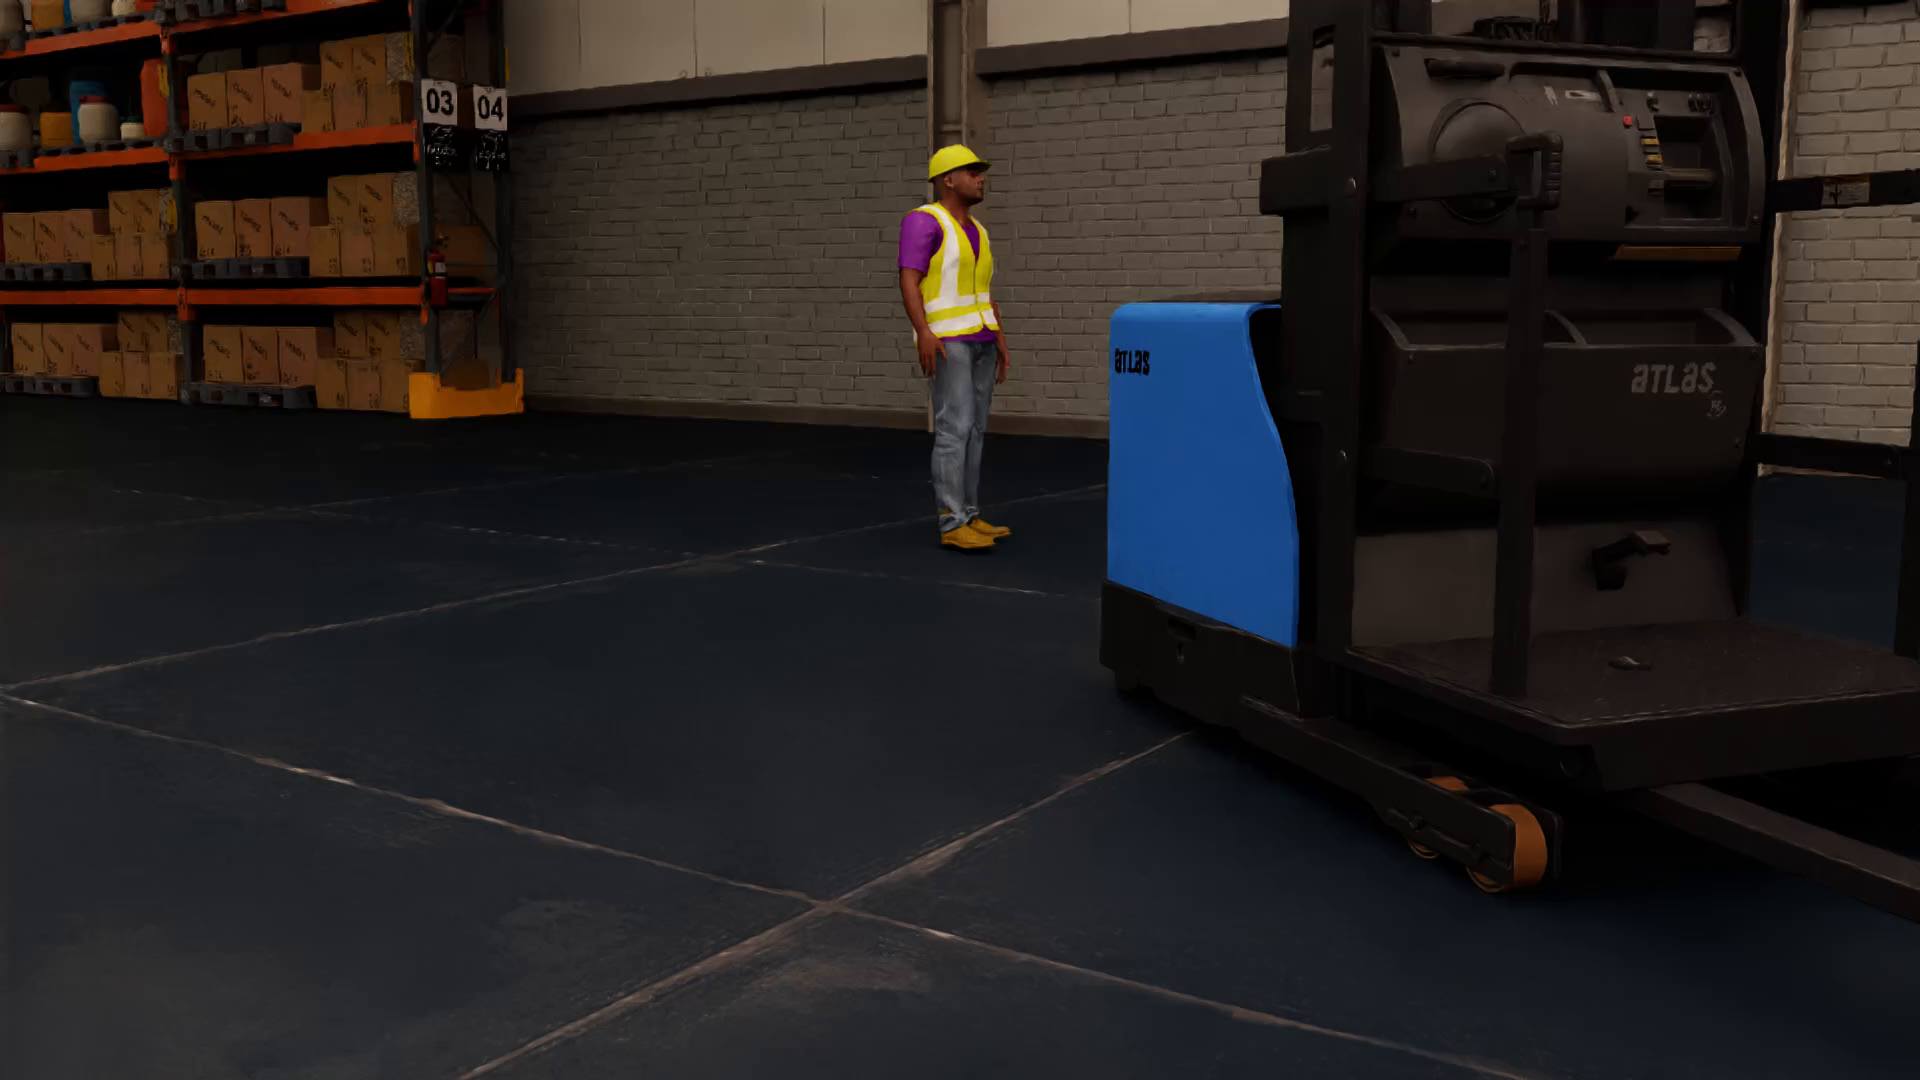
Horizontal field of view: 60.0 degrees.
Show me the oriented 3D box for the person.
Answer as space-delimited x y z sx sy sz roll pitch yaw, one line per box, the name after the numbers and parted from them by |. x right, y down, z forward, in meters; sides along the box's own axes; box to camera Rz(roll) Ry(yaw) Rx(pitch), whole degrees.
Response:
0.055 -0.875 7.435 0.576 1.766 0.665 5 10 34 | person

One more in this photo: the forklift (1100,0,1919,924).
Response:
1.374 -0.868 3.296 1.130 2.935 3.031 -3 9 -20 | forklift
